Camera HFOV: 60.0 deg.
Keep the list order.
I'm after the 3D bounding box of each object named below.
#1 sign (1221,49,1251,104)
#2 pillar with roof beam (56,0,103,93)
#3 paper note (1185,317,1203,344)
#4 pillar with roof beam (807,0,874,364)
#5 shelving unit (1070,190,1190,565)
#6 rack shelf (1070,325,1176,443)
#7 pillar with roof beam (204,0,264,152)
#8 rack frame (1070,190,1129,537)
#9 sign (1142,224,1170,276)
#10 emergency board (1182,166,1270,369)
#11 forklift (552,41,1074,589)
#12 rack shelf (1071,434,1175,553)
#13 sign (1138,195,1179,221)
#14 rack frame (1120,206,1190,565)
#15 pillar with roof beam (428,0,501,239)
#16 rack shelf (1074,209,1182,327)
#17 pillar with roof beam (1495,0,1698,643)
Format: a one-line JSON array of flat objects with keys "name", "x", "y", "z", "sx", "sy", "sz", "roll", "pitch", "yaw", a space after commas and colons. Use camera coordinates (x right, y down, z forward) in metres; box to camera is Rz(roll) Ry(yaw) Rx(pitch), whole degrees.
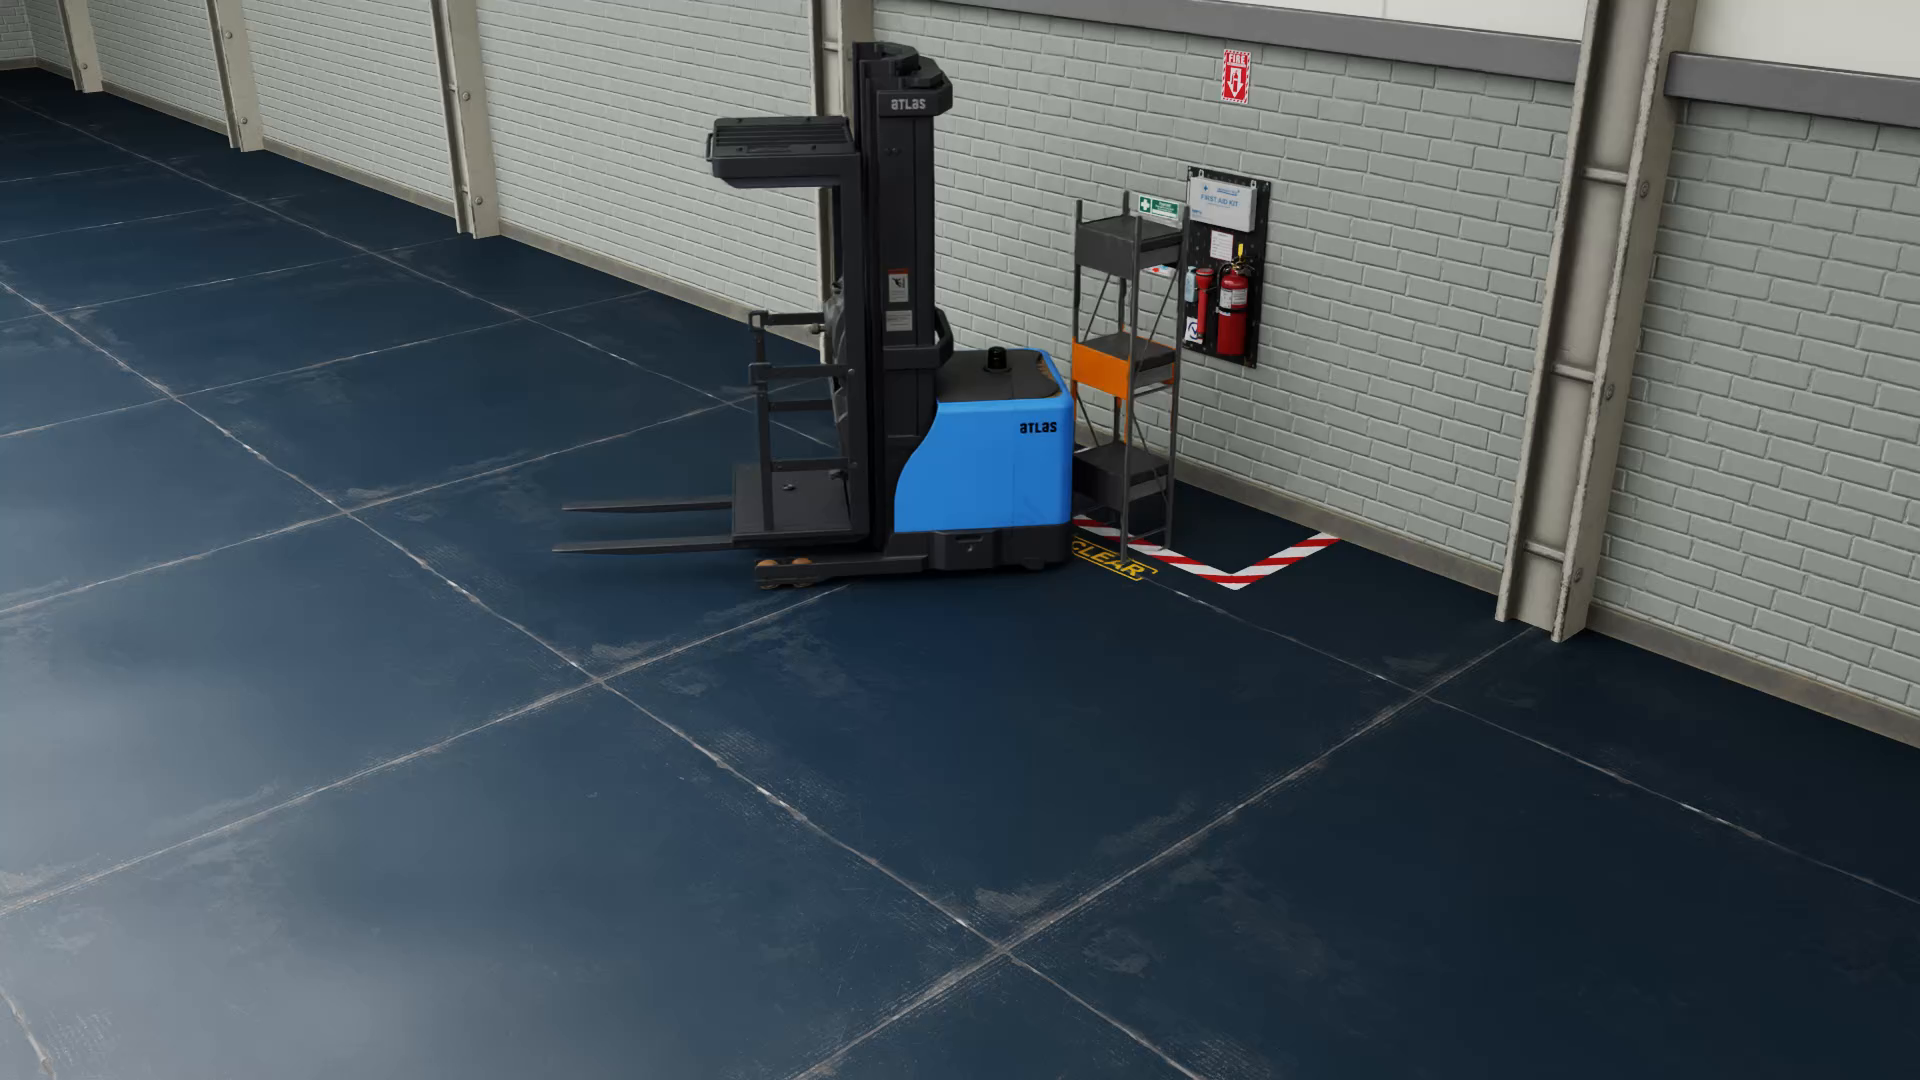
[{"name": "sign", "x": 1.638, "y": -2.753, "z": 9.879, "sx": 0.001, "sy": 0.298, "sz": 0.199, "roll": -21, "pitch": 32, "yaw": -38}, {"name": "pillar with roof beam", "x": -16.314, "y": -9.688, "z": 20.644, "sx": 9.100, "sy": 9.000, "sz": 0.400, "roll": -21, "pitch": 32, "yaw": -38}, {"name": "paper note", "x": 1.500, "y": -1.340, "z": 10.636, "sx": 0.016, "sy": 0.148, "sz": 0.142, "roll": -21, "pitch": 32, "yaw": -38}, {"name": "pillar with roof beam", "x": -4.012, "y": -4.234, "z": 8.690, "sx": 9.100, "sy": 9.000, "sz": 0.400, "roll": -21, "pitch": 32, "yaw": -38}, {"name": "shelving unit", "x": 0.969, "y": -0.936, "z": 9.772, "sx": 0.431, "sy": 2.100, "sz": 0.503, "roll": -18, "pitch": 30, "yaw": -34}, {"name": "rack shelf", "x": 0.969, "y": -0.924, "z": 9.778, "sx": 0.431, "sy": 0.518, "sz": 0.480, "roll": -18, "pitch": 30, "yaw": -34}, {"name": "pillar with roof beam", "x": -12.213, "y": -7.870, "z": 16.659, "sx": 9.100, "sy": 9.000, "sz": 0.400, "roll": -21, "pitch": 32, "yaw": -38}, {"name": "rack frame", "x": 0.818, "y": -1.016, "z": 9.947, "sx": 0.400, "sy": 2.100, "sz": 0.015, "roll": -18, "pitch": 30, "yaw": -34}, {"name": "sign", "x": 1.268, "y": -1.881, "z": 10.716, "sx": 0.001, "sy": 0.329, "sz": 0.234, "roll": -21, "pitch": 32, "yaw": -38}, {"name": "emergency board", "x": 1.571, "y": -1.668, "z": 10.292, "sx": 0.194, "sy": 1.169, "sz": 0.643, "roll": -21, "pitch": 32, "yaw": -38}, {"name": "forklift", "x": -0.889, "y": -1.282, "z": 9.529, "sx": 3.031, "sy": 2.935, "sz": 1.130, "roll": -3, "pitch": 25, "yaw": -6}, {"name": "rack shelf", "x": 0.969, "y": -0.287, "z": 10.068, "sx": 0.431, "sy": 0.518, "sz": 0.480, "roll": -18, "pitch": 30, "yaw": -34}, {"name": "sign", "x": 1.265, "y": -2.118, "z": 10.598, "sx": 0.001, "sy": 0.109, "sz": 0.331, "roll": -21, "pitch": 32, "yaw": -38}, {"name": "rack frame", "x": 1.119, "y": -0.856, "z": 9.597, "sx": 0.400, "sy": 2.100, "sz": 0.015, "roll": -18, "pitch": 30, "yaw": -34}, {"name": "pillar with roof beam", "x": -8.113, "y": -6.052, "z": 12.675, "sx": 9.100, "sy": 9.000, "sz": 0.400, "roll": -21, "pitch": 32, "yaw": -38}, {"name": "rack shelf", "x": 0.969, "y": -1.561, "z": 9.487, "sx": 0.431, "sy": 0.518, "sz": 0.480, "roll": -18, "pitch": 30, "yaw": -34}, {"name": "pillar with roof beam", "x": 0.089, "y": -2.417, "z": 4.705, "sx": 9.100, "sy": 9.000, "sz": 0.400, "roll": -21, "pitch": 32, "yaw": -38}]
